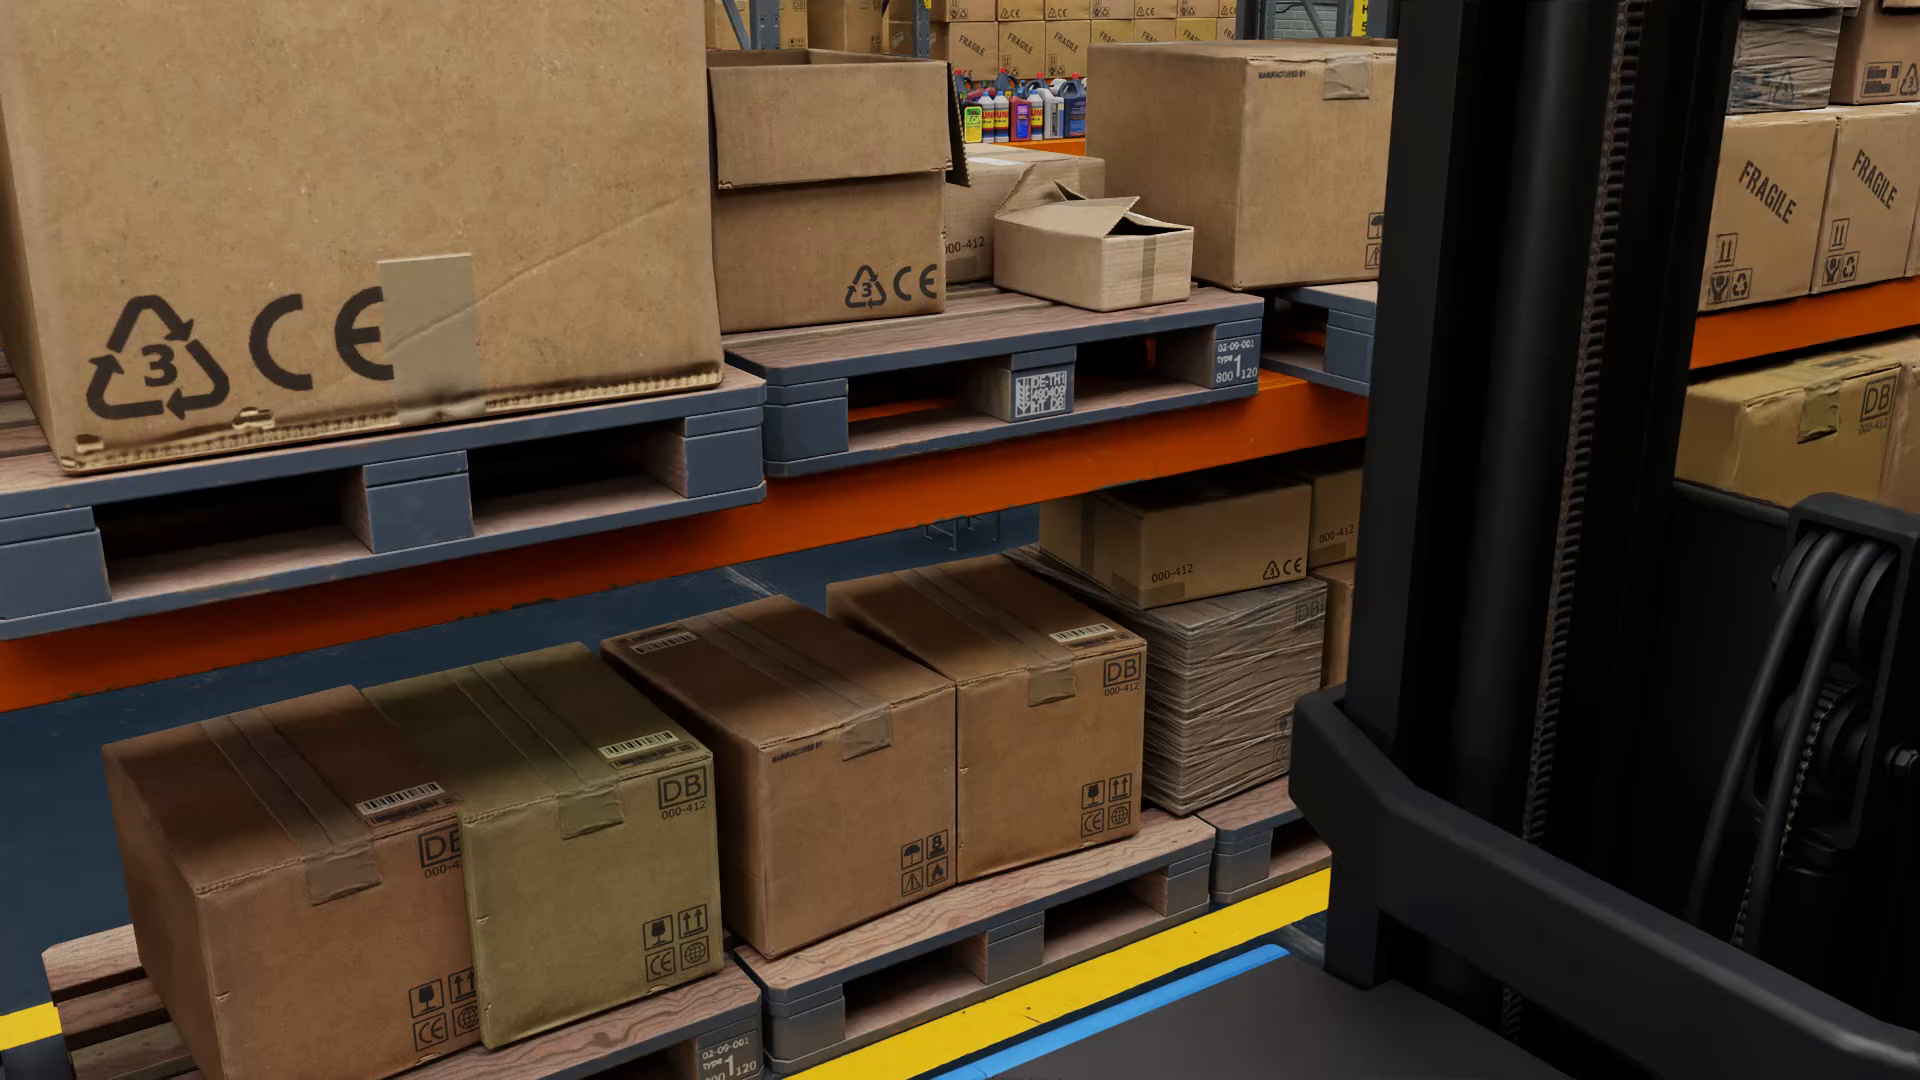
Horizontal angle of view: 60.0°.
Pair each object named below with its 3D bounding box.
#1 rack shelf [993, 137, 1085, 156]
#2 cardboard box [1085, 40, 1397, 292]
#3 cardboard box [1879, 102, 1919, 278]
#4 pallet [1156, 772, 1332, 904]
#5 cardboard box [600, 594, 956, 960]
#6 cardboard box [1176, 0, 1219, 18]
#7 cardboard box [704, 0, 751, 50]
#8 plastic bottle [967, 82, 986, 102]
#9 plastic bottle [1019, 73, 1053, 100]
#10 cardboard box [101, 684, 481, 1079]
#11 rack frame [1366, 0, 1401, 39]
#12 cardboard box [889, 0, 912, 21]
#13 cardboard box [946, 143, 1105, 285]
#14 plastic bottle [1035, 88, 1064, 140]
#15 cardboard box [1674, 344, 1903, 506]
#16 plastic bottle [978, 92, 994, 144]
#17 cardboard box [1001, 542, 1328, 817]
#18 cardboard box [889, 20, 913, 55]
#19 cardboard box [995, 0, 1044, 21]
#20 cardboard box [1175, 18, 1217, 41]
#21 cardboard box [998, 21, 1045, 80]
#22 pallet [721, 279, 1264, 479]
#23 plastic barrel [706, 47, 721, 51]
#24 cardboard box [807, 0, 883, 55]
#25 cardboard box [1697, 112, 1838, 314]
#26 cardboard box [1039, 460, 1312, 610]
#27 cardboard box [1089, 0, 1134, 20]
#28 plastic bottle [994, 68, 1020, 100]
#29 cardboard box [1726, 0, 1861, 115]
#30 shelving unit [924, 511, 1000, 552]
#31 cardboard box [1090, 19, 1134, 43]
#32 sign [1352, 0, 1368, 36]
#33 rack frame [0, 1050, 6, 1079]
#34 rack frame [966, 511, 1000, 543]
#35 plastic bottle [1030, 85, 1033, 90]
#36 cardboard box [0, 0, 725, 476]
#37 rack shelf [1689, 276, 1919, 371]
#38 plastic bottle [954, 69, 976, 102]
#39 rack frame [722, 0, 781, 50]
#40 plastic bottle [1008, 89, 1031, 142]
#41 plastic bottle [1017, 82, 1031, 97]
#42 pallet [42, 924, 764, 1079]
[{"bbox_3d":[0.468,-2.232,9.788,4.000,0.370,1.077,-12,22,-31],"label":"rack shelf"},{"bbox_3d":[0.682,-0.911,3.945,0.500,0.500,0.700,-8,20,-23],"label":"cardboard box"},{"bbox_3d":[2.933,-1.139,5.274,0.500,0.500,0.500,-12,22,-32],"label":"cardboard box"},{"bbox_3d":[0.868,0.562,4.752,1.213,0.211,1.003,-12,22,-31],"label":"pallet"},{"bbox_3d":[-0.418,0.504,3.786,0.500,0.500,0.700,-14,23,-36],"label":"cardboard box"},{"bbox_3d":[2.116,-5.235,15.830,0.500,0.500,0.500,-11,22,-30],"label":"cardboard box"},{"bbox_3d":[-2.024,-4.170,13.583,0.700,0.500,0.500,16,24,39],"label":"cardboard box"},{"bbox_3d":[0.089,-2.546,9.775,0.133,0.283,0.061,-12,22,-31],"label":"plastic bottle"},{"bbox_3d":[0.435,-2.476,9.461,0.185,0.351,0.144,-12,22,-31],"label":"plastic bottle"},{"bbox_3d":[-1.294,0.682,3.260,0.500,0.500,0.700,-14,23,-36],"label":"cardboard box"},{"bbox_3d":[1.522,-0.896,4.712,0.127,3.000,1.000,-12,22,-31],"label":"rack frame"},{"bbox_3d":[-0.303,-4.930,14.927,0.500,0.500,0.500,-12,22,-31],"label":"cardboard box"},{"bbox_3d":[-0.004,-0.790,3.977,0.500,0.250,0.500,-13,22,-33],"label":"cardboard box"},{"bbox_3d":[0.495,-2.396,9.342,0.135,0.276,0.152,-12,22,-31],"label":"plastic bottle"},{"bbox_3d":[2.110,-0.204,5.328,0.875,0.875,1.225,-13,23,-34],"label":"cardboard box"},{"bbox_3d":[0.139,-2.308,9.090,0.097,0.271,0.097,0,19,0],"label":"plastic bottle"},{"bbox_3d":[0.517,0.304,4.377,0.500,0.500,0.700,-14,23,-36],"label":"cardboard box"},{"bbox_3d":[-0.306,-4.455,15.083,0.500,0.500,0.500,-11,22,-31],"label":"cardboard box"},{"bbox_3d":[0.396,-4.871,14.751,0.500,0.500,0.500,-13,22,-33],"label":"cardboard box"},{"bbox_3d":[2.102,-4.759,15.982,0.500,0.500,0.500,-12,22,-31],"label":"cardboard box"},{"bbox_3d":[0.419,-4.406,14.939,0.500,0.500,0.500,-11,22,-30],"label":"cardboard box"},{"bbox_3d":[-0.109,-0.446,3.679,1.213,0.211,1.003,-12,22,-31],"label":"pallet"},{"bbox_3d":[-1.423,-2.122,8.127,0.708,0.536,0.600,-12,22,-31],"label":"plastic barrel"},{"bbox_3d":[-1.101,-4.474,14.482,0.700,0.500,0.500,14,23,35],"label":"cardboard box"},{"bbox_3d":[2.077,-0.956,4.734,0.500,0.500,0.500,-11,22,-30],"label":"cardboard box"},{"bbox_3d":[0.541,-0.053,4.264,0.500,0.250,0.500,-9,21,-25],"label":"cardboard box"},{"bbox_3d":[1.257,-5.052,15.288,0.500,0.500,0.500,-11,22,-30],"label":"cardboard box"},{"bbox_3d":[0.277,-2.657,9.998,0.185,0.351,0.144,-12,22,-31],"label":"plastic bottle"},{"bbox_3d":[2.141,-1.543,4.903,0.637,0.503,0.797,-11,22,-30],"label":"cardboard box"},{"bbox_3d":[0.007,-0.428,6.605,0.210,0.900,0.258,-12,22,-31],"label":"shelving unit"},{"bbox_3d":[1.262,-4.584,15.464,0.500,0.500,0.500,-12,22,-32],"label":"cardboard box"},{"bbox_3d":[1.214,-1.592,4.964,0.005,0.325,0.100,-12,22,-31],"label":"sign"},{"bbox_3d":[-1.819,-0.191,2.628,0.127,3.000,1.000,-12,22,-31],"label":"rack frame"},{"bbox_3d":[0.092,-0.446,6.658,0.006,0.900,0.240,-12,22,-31],"label":"rack frame"},{"bbox_3d":[0.464,-2.668,10.153,0.097,0.271,0.097,0,19,0],"label":"plastic bottle"},{"bbox_3d":[-1.078,-0.777,2.767,1.000,1.000,1.000,-12,22,-31],"label":"cardboard box"},{"bbox_3d":[3.192,-0.907,5.869,4.000,0.370,1.077,-12,22,-31],"label":"rack shelf"},{"bbox_3d":[0.011,-2.601,9.832,0.185,0.351,0.144,-12,22,-31],"label":"plastic bottle"},{"bbox_3d":[-1.202,-2.221,8.630,0.127,3.000,1.000,-12,22,-31],"label":"rack frame"},{"bbox_3d":[0.327,-2.347,9.185,0.133,0.283,0.061,-12,22,-31],"label":"plastic bottle"},{"bbox_3d":[0.380,-2.595,9.938,0.097,0.271,0.097,0,19,0],"label":"plastic bottle"},{"bbox_3d":[-1.169,0.992,3.481,1.213,0.211,1.003,-12,22,-31],"label":"pallet"}]
